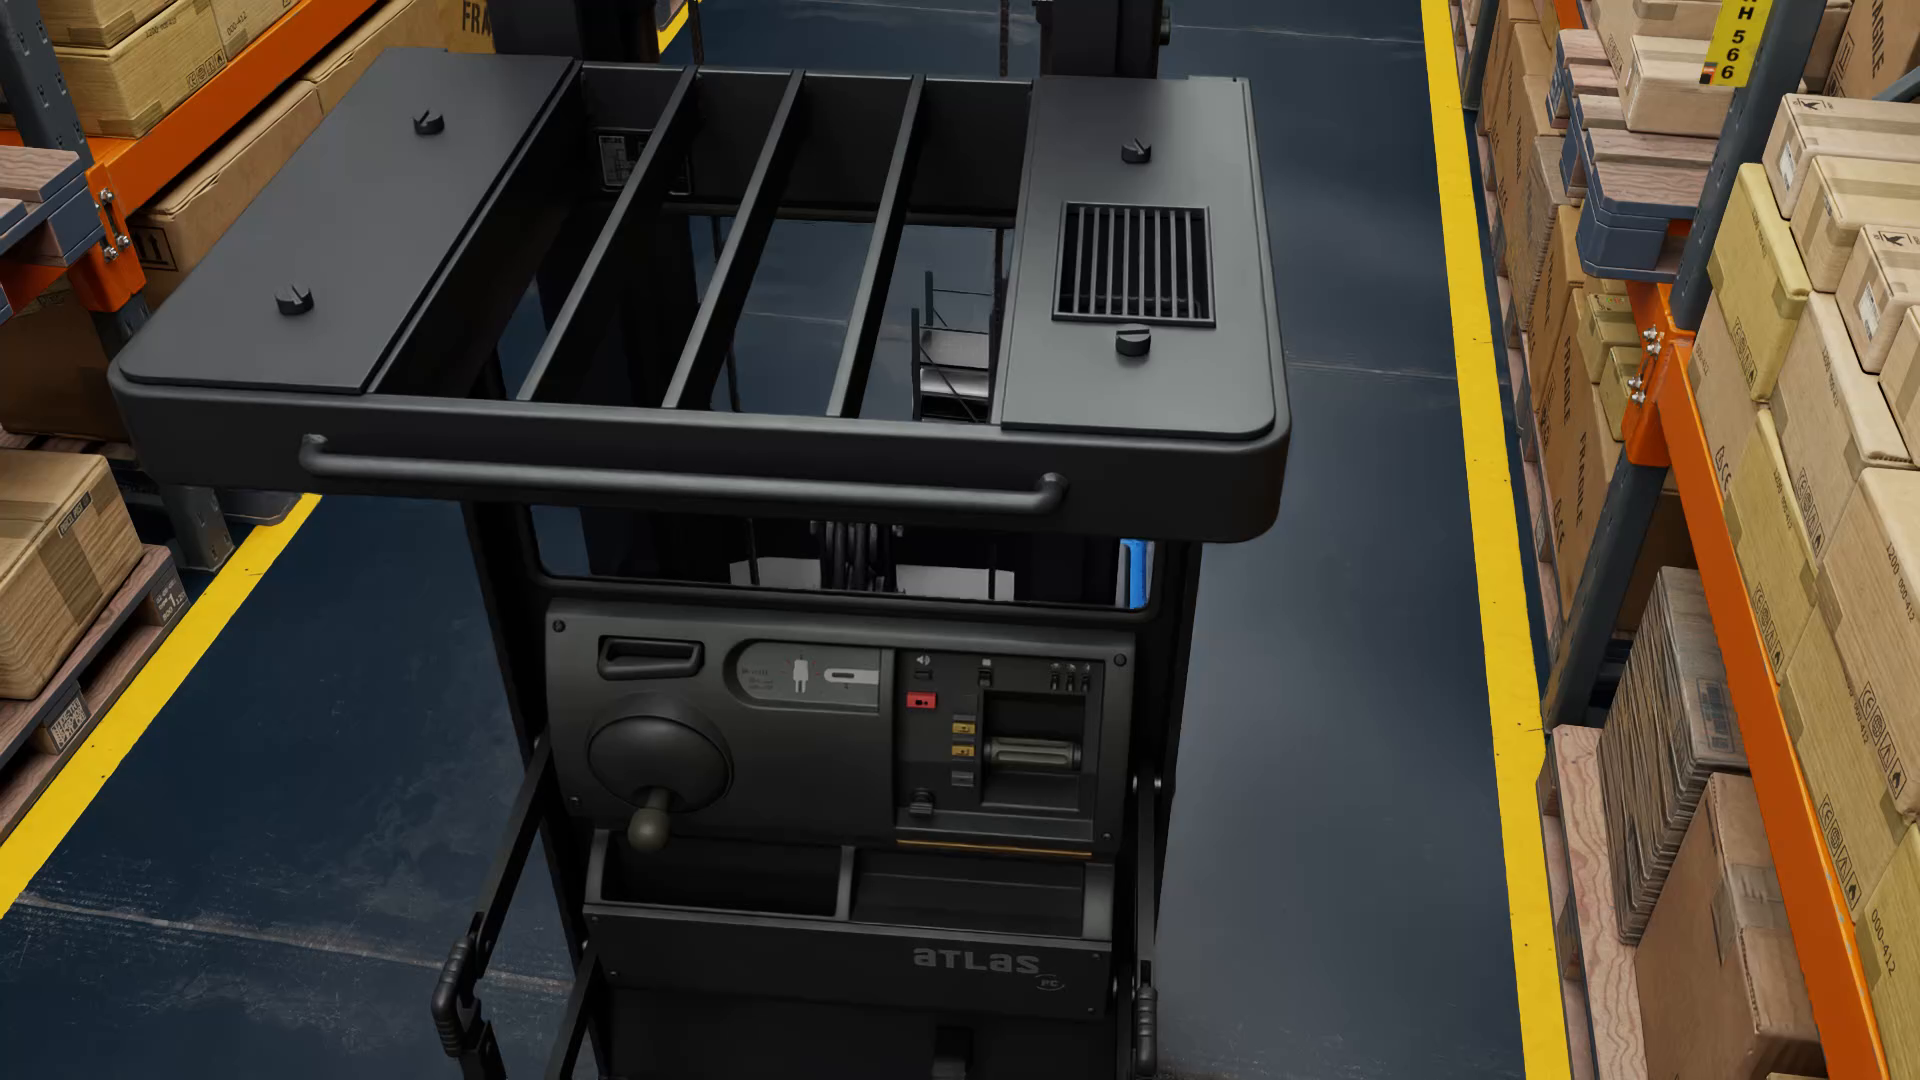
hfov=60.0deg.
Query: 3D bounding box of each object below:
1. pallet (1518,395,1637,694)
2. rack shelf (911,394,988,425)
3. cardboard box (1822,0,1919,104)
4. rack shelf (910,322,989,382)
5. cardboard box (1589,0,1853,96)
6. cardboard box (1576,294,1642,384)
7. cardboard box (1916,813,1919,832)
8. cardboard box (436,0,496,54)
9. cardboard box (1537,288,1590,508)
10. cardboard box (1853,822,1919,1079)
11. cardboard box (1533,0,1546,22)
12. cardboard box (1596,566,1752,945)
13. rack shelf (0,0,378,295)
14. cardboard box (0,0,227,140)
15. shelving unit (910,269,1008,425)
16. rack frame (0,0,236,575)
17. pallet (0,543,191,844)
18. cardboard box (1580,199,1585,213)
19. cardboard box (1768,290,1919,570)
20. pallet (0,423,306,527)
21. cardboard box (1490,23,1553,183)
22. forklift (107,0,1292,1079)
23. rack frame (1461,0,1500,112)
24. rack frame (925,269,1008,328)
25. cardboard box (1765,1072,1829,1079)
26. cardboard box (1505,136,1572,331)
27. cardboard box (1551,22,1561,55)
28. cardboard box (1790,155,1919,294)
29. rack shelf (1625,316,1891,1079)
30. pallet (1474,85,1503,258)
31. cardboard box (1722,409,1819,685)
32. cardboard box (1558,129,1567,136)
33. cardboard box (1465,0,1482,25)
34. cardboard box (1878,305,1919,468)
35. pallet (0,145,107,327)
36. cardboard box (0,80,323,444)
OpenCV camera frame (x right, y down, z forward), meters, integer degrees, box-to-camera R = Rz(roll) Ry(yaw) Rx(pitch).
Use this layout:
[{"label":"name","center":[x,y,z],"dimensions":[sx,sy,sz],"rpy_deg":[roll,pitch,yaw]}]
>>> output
[{"label":"pallet","center":[2.283,0.013,5.068],"dimensions":[1.003,0.211,1.213],"rpy_deg":[6,40,8]},{"label":"rack shelf","center":[0.001,-0.396,4.933],"dimensions":[0.258,0.077,0.200],"rpy_deg":[6,40,8]},{"label":"cardboard box","center":[2.360,-1.103,3.822],"dimensions":[0.500,0.500,0.500],"rpy_deg":[8,40,10]},{"label":"rack shelf","center":[0.001,-0.534,4.819],"dimensions":[0.258,0.077,0.200],"rpy_deg":[6,40,8]},{"label":"cardboard box","center":[1.981,-1.399,4.376],"dimensions":[0.500,0.250,0.500],"rpy_deg":[5,40,6]},{"label":"cardboard box","center":[1.970,-0.558,4.694],"dimensions":[0.380,0.149,0.250],"rpy_deg":[4,40,5]},{"label":"cardboard box","center":[1.540,0.484,2.036],"dimensions":[0.500,0.250,0.500],"rpy_deg":[7,40,8]},{"label":"cardboard box","center":[-2.257,-2.030,6.689],"dimensions":[0.875,0.875,0.875],"rpy_deg":[7,40,9]},{"label":"cardboard box","center":[2.075,-0.397,5.009],"dimensions":[0.500,0.500,0.500],"rpy_deg":[6,40,7]},{"label":"cardboard box","center":[1.534,0.677,2.195],"dimensions":[0.500,0.250,0.500],"rpy_deg":[8,40,9]},{"label":"cardboard box","center":[2.513,-2.178,6.653],"dimensions":[0.380,0.149,0.250],"rpy_deg":[5,40,6]},{"label":"cardboard box","center":[1.996,0.546,3.769],"dimensions":[0.875,0.625,0.625],"rpy_deg":[8,40,9]},{"label":"rack shelf","center":[-2.426,-2.120,6.024],"dimensions":[1.077,0.370,4.000],"rpy_deg":[6,40,8]},{"label":"cardboard box","center":[-2.440,-1.363,4.663],"dimensions":[0.500,0.250,0.500],"rpy_deg":[6,40,7]},{"label":"shelving unit","center":[0.001,-0.352,4.969],"dimensions":[0.258,0.900,0.210],"rpy_deg":[6,40,8]},{"label":"rack frame","center":[-2.772,-1.142,4.277],"dimensions":[1.000,3.000,0.127],"rpy_deg":[6,40,8]},{"label":"pallet","center":[-2.909,0.423,4.573],"dimensions":[1.003,0.211,1.213],"rpy_deg":[6,40,8]},{"label":"cardboard box","center":[2.192,-1.036,5.272],"dimensions":[0.380,0.149,0.250],"rpy_deg":[6,40,7]},{"label":"cardboard box","center":[1.712,-0.166,2.822],"dimensions":[0.500,0.250,0.500],"rpy_deg":[8,40,9]},{"label":"pallet","center":[-2.562,-0.554,5.754],"dimensions":[1.003,0.211,1.213],"rpy_deg":[6,40,8]},{"label":"cardboard box","center":[2.421,-1.692,6.574],"dimensions":[0.500,0.500,0.500],"rpy_deg":[6,40,7]},{"label":"forklift","center":[-0.211,0.392,2.476],"dimensions":[1.130,2.935,3.031],"rpy_deg":[3,40,4]},{"label":"rack frame","center":[2.809,-3.107,6.654],"dimensions":[1.000,3.000,0.127],"rpy_deg":[6,40,8]},{"label":"rack frame","center":[0.019,-0.416,5.047],"dimensions":[0.240,0.900,0.006],"rpy_deg":[6,40,8]},{"label":"cardboard box","center":[1.774,1.380,2.761],"dimensions":[0.875,0.625,0.625],"rpy_deg":[5,40,6]},{"label":"cardboard box","center":[2.235,-1.054,5.803],"dimensions":[0.500,0.500,0.500],"rpy_deg":[5,40,6]},{"label":"cardboard box","center":[2.446,-1.842,6.247],"dimensions":[0.380,0.149,0.250],"rpy_deg":[6,40,7]},{"label":"cardboard box","center":[1.727,-0.550,2.974],"dimensions":[0.380,0.149,0.250],"rpy_deg":[7,40,9]},{"label":"rack shelf","center":[1.771,0.936,2.329],"dimensions":[1.077,0.370,4.000],"rpy_deg":[6,40,8]},{"label":"pallet","center":[2.706,-1.518,6.920],"dimensions":[1.003,0.211,1.213],"rpy_deg":[6,40,8]},{"label":"cardboard box","center":[1.708,0.027,2.980],"dimensions":[0.500,0.250,0.500],"rpy_deg":[6,40,7]},{"label":"cardboard box","center":[2.321,-1.534,5.874],"dimensions":[0.380,0.149,0.250],"rpy_deg":[8,40,9]},{"label":"cardboard box","center":[2.616,-2.552,7.891],"dimensions":[0.380,0.149,0.250],"rpy_deg":[5,40,6]},{"label":"cardboard box","center":[1.675,-0.221,2.575],"dimensions":[0.380,0.149,0.250],"rpy_deg":[7,40,8]},{"label":"pallet","center":[-2.791,-0.609,3.783],"dimensions":[1.213,0.211,1.003],"rpy_deg":[6,40,8]},{"label":"cardboard box","center":[-2.571,-0.909,5.334],"dimensions":[0.875,0.875,0.875],"rpy_deg":[6,40,7]}]
